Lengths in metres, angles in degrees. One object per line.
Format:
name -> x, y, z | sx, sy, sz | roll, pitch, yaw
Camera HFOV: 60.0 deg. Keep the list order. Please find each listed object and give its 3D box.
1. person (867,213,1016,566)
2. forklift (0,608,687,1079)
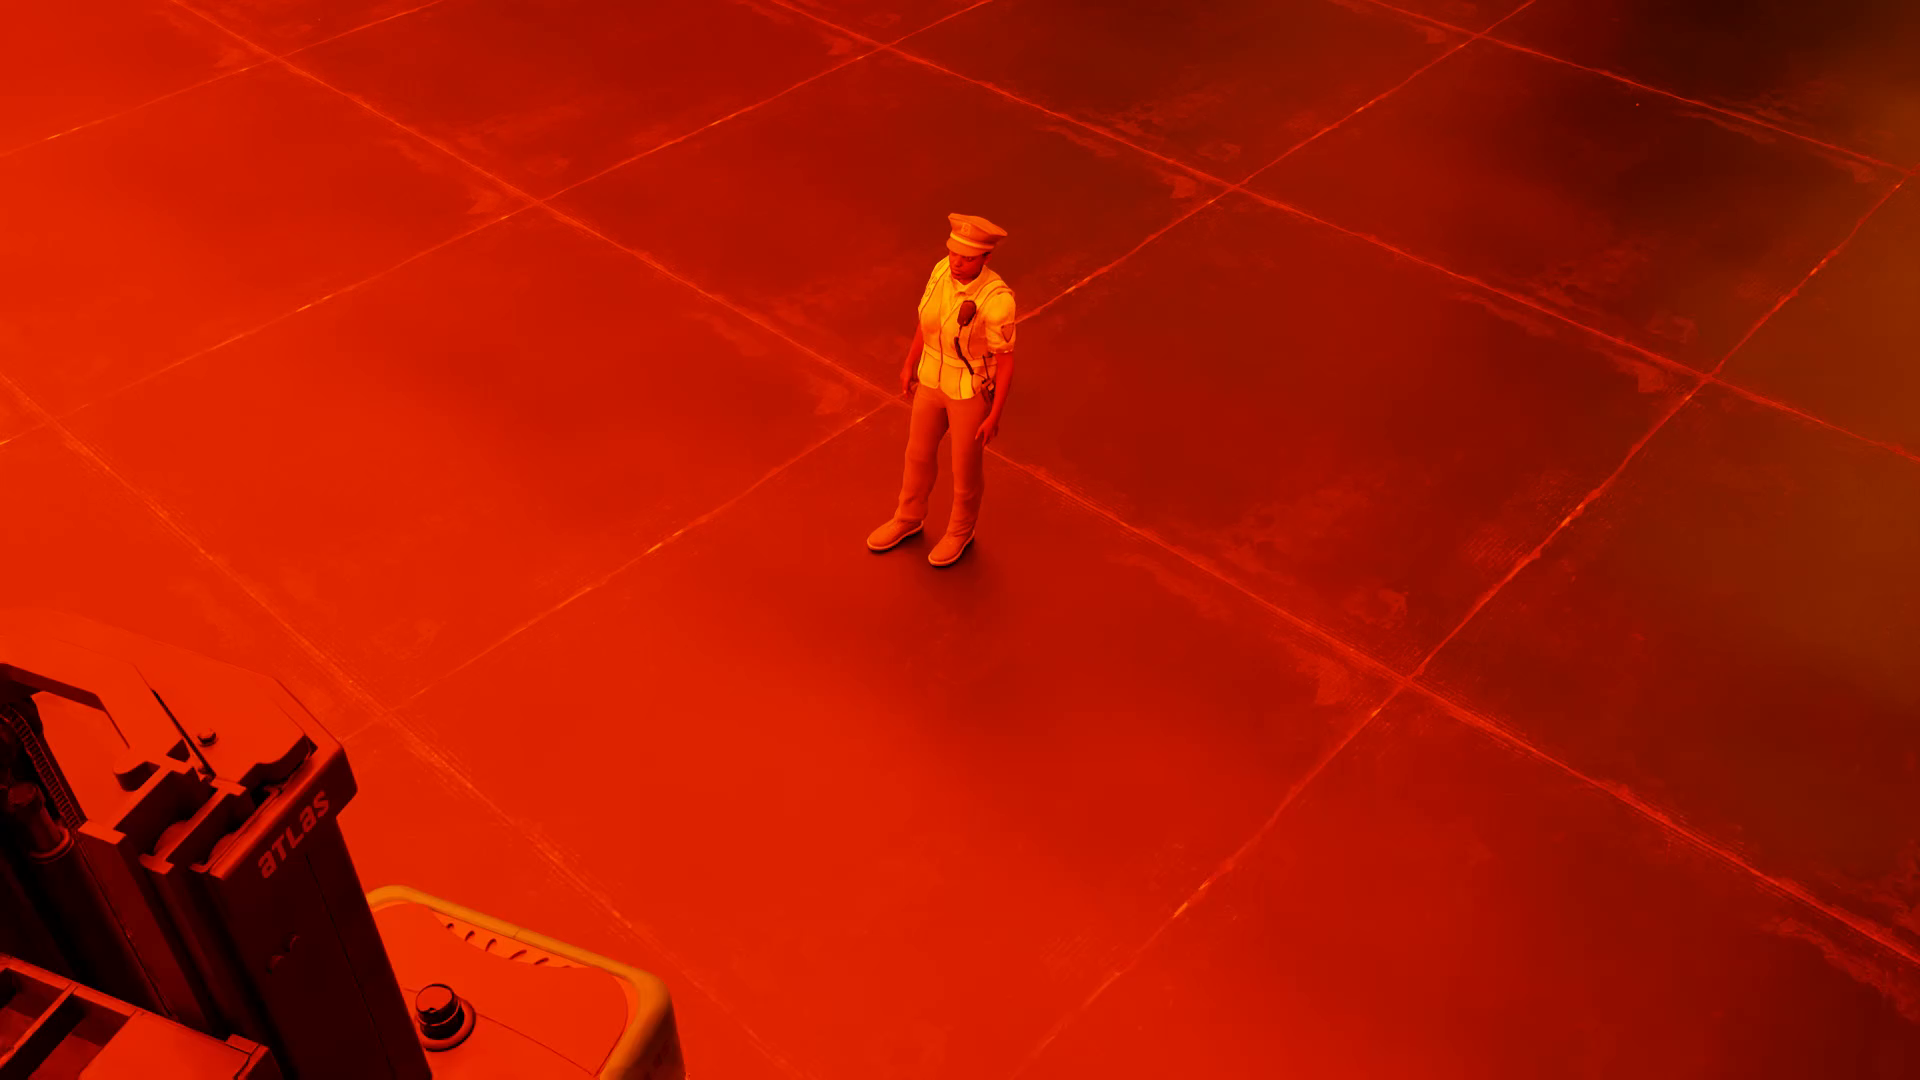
person -> -0.066, -0.621, 7.090 | 0.569, 1.695, 0.526 | 31, 49, 31
forklift -> -1.798, 1.703, 3.443 | 1.130, 2.935, 3.031 | 14, 43, 16
